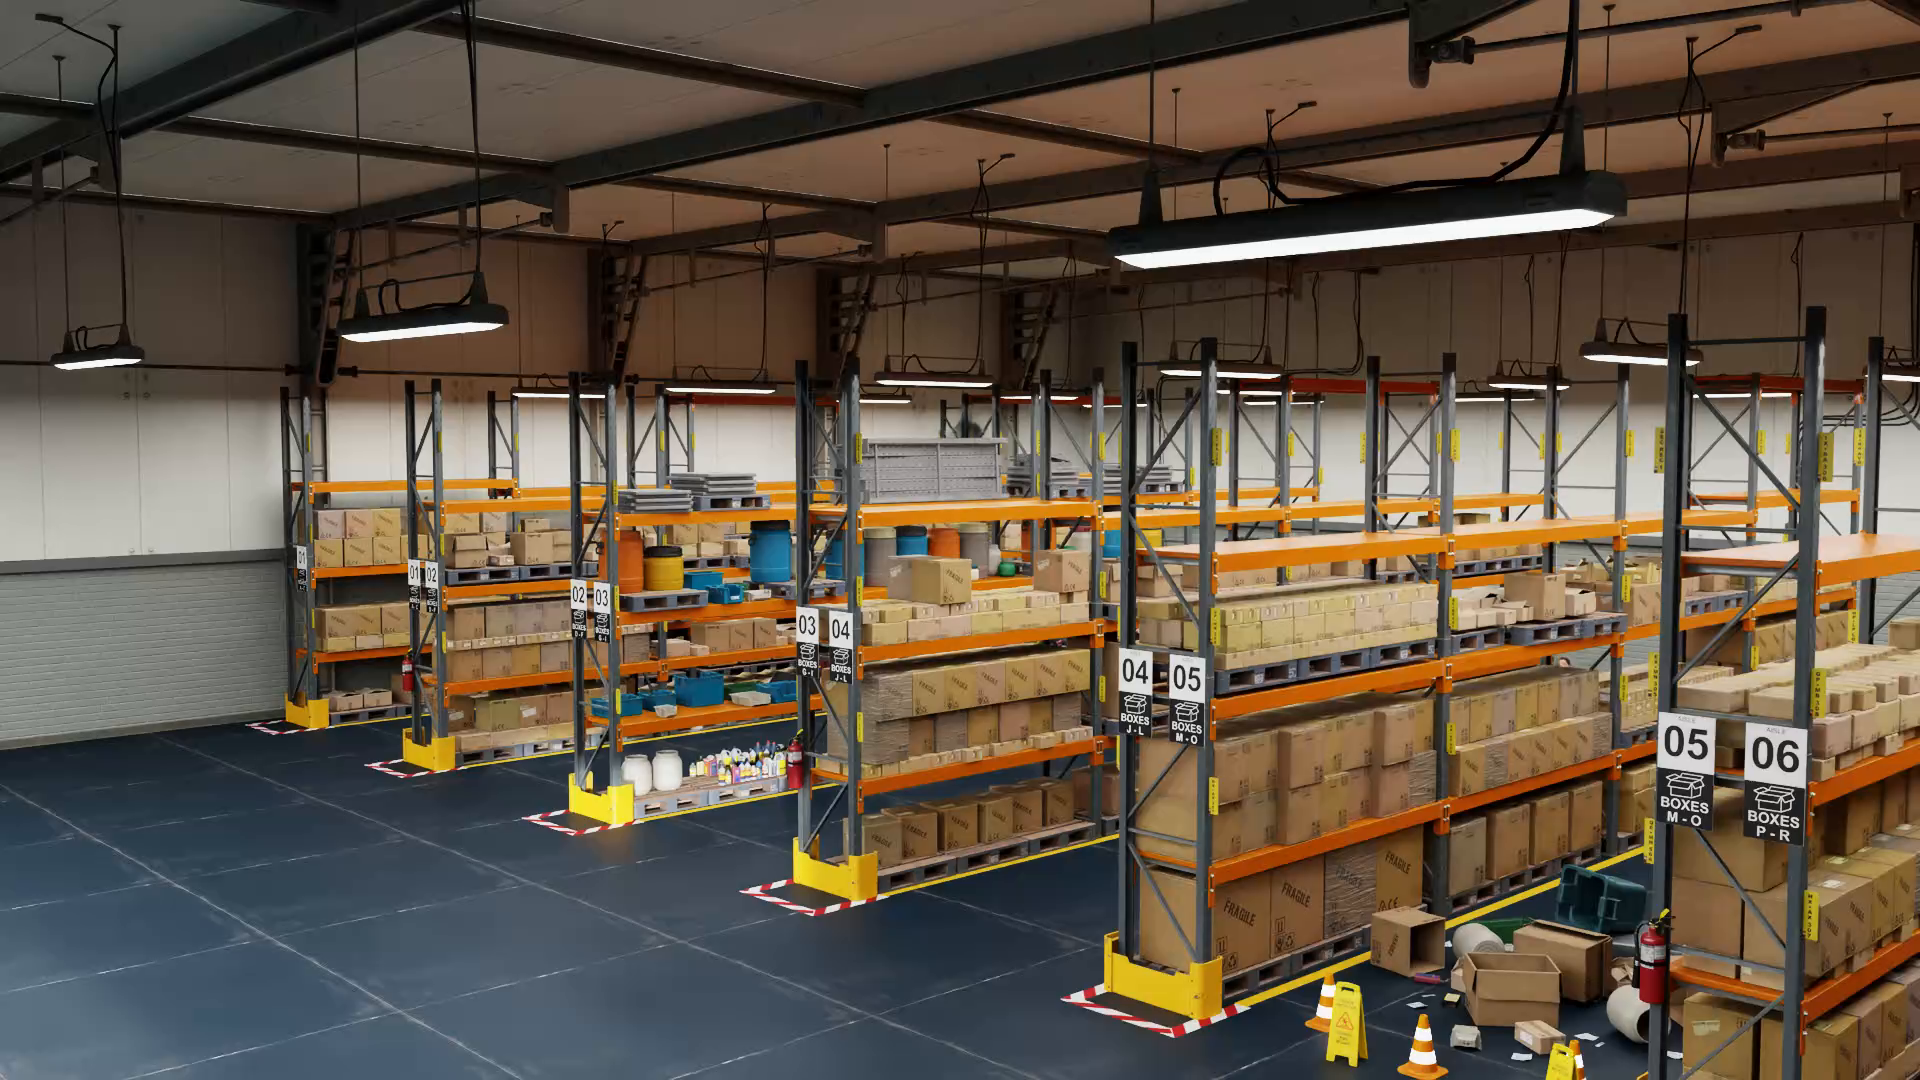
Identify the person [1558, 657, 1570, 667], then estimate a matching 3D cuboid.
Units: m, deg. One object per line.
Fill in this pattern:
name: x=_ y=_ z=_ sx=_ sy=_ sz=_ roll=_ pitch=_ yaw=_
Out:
person: x=9.532 y=2.639 z=26.192 sx=0.550 sy=1.617 sz=0.757 roll=4 pitch=5 yaw=45
